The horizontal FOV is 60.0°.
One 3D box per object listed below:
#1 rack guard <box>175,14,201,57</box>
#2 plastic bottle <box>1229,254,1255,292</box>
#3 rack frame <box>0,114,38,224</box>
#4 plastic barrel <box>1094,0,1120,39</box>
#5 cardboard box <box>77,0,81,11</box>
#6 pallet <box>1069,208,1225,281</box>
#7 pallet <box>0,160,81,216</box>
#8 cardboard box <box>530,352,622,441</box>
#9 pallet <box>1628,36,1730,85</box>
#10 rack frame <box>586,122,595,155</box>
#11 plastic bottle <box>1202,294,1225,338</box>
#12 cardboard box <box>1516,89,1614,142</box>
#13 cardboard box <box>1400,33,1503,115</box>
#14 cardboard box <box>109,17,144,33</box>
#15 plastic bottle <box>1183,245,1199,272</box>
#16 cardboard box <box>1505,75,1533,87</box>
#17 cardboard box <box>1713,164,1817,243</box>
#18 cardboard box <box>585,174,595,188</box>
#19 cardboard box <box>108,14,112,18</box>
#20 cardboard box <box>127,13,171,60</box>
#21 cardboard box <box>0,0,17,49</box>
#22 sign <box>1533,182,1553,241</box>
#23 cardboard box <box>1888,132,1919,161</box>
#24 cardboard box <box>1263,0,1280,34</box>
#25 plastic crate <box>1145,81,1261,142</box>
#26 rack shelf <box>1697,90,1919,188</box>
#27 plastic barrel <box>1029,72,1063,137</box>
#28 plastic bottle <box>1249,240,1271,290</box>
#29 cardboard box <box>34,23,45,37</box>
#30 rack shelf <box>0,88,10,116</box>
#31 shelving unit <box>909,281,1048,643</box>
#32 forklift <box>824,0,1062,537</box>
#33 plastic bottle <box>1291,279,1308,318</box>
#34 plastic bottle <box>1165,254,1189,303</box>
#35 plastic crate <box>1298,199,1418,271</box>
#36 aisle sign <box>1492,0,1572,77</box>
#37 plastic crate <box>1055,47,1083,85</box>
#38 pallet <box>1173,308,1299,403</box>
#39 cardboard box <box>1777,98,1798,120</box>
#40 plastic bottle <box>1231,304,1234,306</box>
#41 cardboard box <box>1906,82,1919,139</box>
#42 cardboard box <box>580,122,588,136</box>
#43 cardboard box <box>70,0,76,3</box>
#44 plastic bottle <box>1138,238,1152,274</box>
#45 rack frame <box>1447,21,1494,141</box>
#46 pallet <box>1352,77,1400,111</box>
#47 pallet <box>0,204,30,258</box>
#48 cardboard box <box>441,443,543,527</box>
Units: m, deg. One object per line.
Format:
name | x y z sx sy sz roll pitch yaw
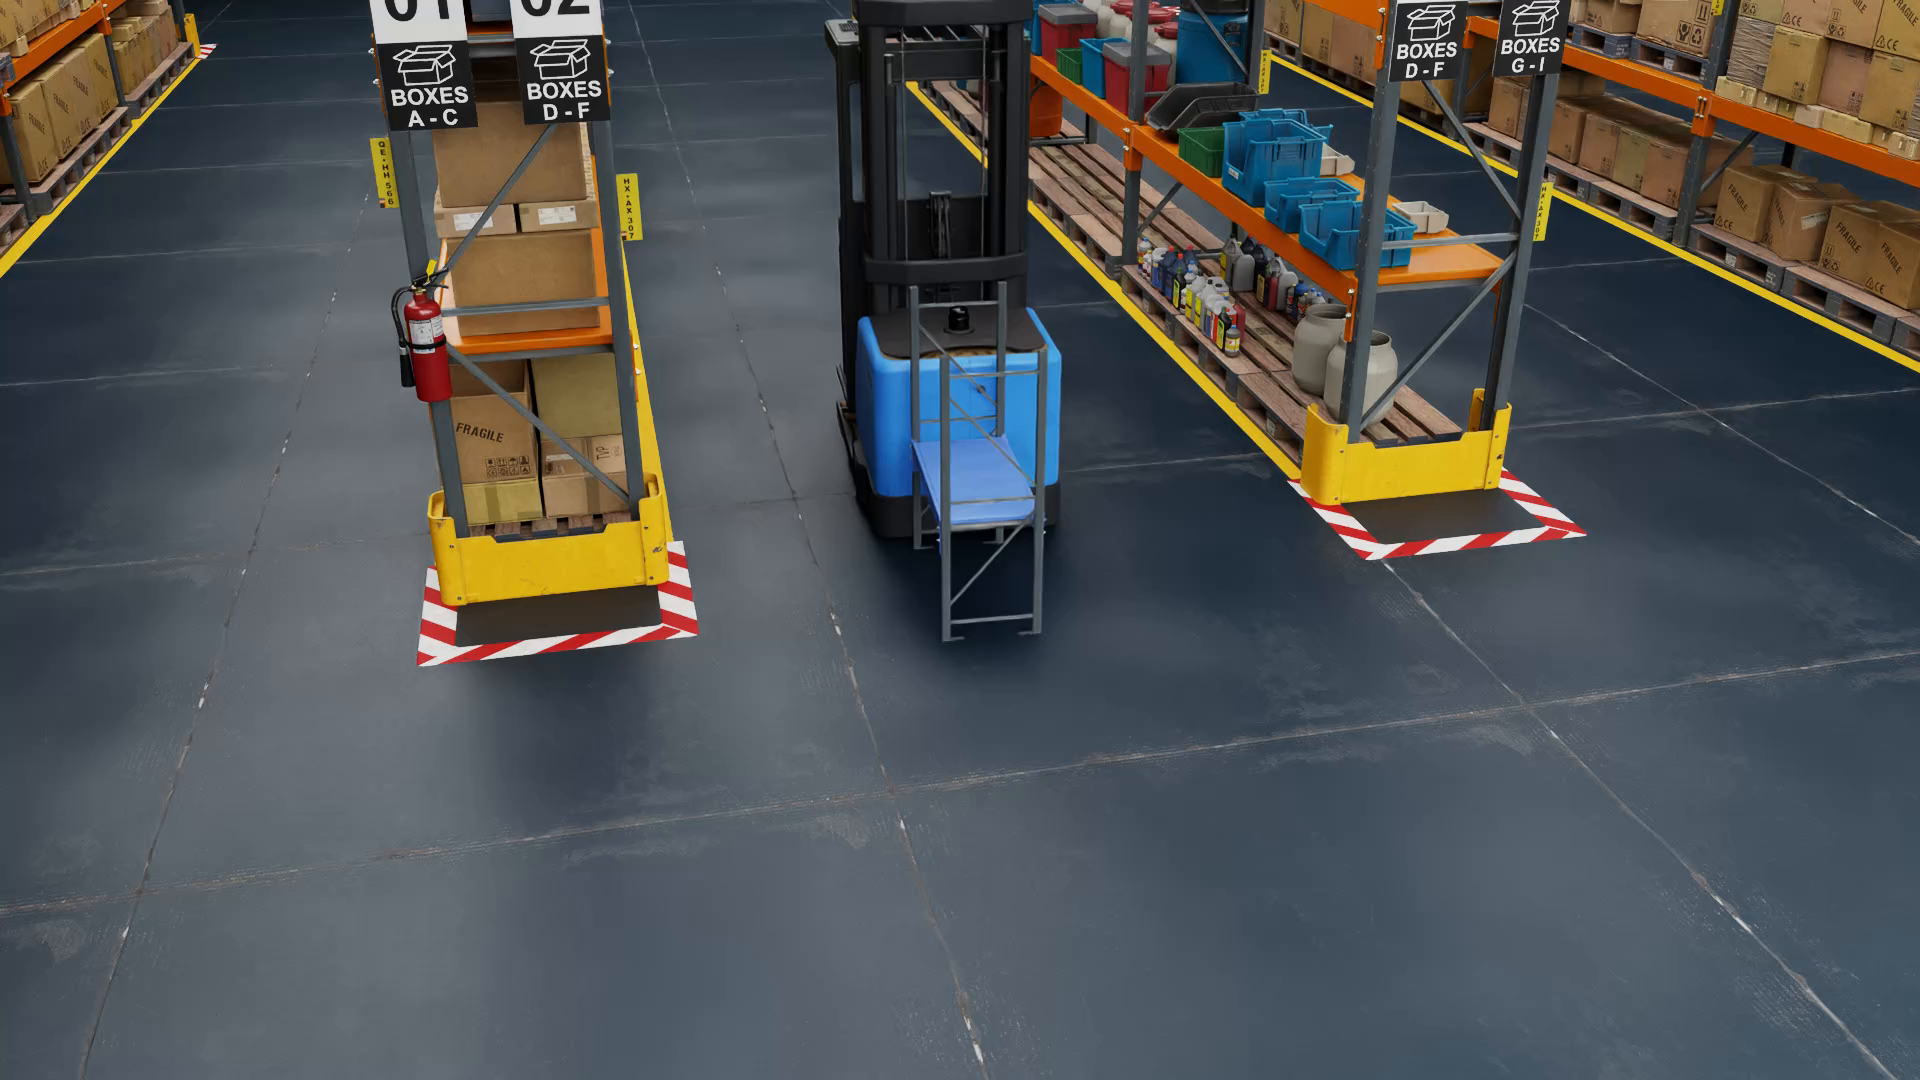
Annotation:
rack guard | -10.583 -6.553 21.678 1.175 0.500 0.348 -6 27 -12
plastic bottle | 2.109 -2.013 12.443 0.152 0.276 0.135 -6 27 -12
rack frame | -8.775 -4.146 14.135 1.000 3.000 0.127 -6 27 -12
plastic barrel | 1.412 -4.587 14.885 0.421 0.512 0.421 0 27 0
cardboard box | -9.230 -5.453 16.980 0.380 0.149 0.250 -5 27 -10
pallet | 1.564 -2.492 13.953 1.003 0.211 1.213 -6 27 -12
pallet | -8.879 -3.255 15.464 1.003 0.211 1.213 -6 27 -12
cardboard box | -2.165 -0.911 9.479 0.500 0.500 0.500 -6 27 -12
pallet | 6.574 -4.164 14.383 1.003 0.211 1.213 -6 27 -12
rack frame | -3.048 -2.895 11.656 1.000 3.000 0.127 -6 27 -12
plastic bottle | 1.778 -1.557 11.540 0.152 0.276 0.135 -7 28 -13
cardboard box | 6.011 -4.201 16.530 0.700 0.500 0.500 -8 28 -16
cardboard box | 5.568 -5.199 18.113 1.225 0.875 0.875 -7 28 -14
cardboard box | -9.762 -6.000 19.396 0.380 0.149 0.250 -7 28 -13
plastic bottle | 1.697 -2.028 12.391 0.144 0.351 0.185 -6 27 -12
cardboard box | 5.883 -4.779 16.843 0.500 0.250 0.500 -5 27 -9
cardboard box | 6.655 -2.791 13.759 0.500 0.500 0.500 -7 28 -13
cardboard box | -2.087 -1.783 8.622 0.380 0.149 0.250 -7 28 -13
cardboard box | -10.202 -6.089 19.573 0.380 0.149 0.250 -6 27 -13
cardboard box | -10.210 -6.213 20.538 0.700 0.500 0.500 -6 27 -12
cardboard box | -8.635 -4.572 14.515 0.500 0.500 0.500 -5 27 -10
sign | 3.217 -1.818 9.215 0.100 0.325 0.005 -6 27 -12
cardboard box | 6.800 -2.783 11.713 0.380 0.149 0.250 -6 27 -12
cardboard box | 4.528 -7.343 22.361 0.875 0.875 0.875 -6 27 -12
plastic crate | 1.773 -3.126 12.182 0.767 0.338 0.504 -6 27 -12
rack shelf | 7.055 -2.700 12.068 1.077 0.370 4.000 -6 27 -12
plastic barrel | 0.750 -4.584 16.945 0.600 0.830 0.708 -6 27 -12
plastic bottle | 2.248 -2.072 12.478 0.144 0.351 0.185 -7 28 -14
cardboard box | -8.980 -4.883 15.852 0.380 0.149 0.250 -6 27 -11
rack shelf | -8.324 -2.947 12.558 1.077 0.370 4.000 -6 27 -12
shelving unit | 0.074 -0.412 8.403 0.538 1.500 1.048 -4 27 -8
forklift | -0.188 -1.963 9.887 1.130 2.935 3.031 -4 27 -8
plastic bottle | 2.430 -1.729 11.887 0.097 0.271 0.097 0 27 0
plastic bottle | 1.599 -1.931 12.197 0.144 0.351 0.185 -7 28 -14
plastic crate | 2.276 -1.763 9.579 0.499 0.251 0.616 -6 27 -12
aisle sign | 2.982 -2.799 8.581 0.394 0.787 0.004 -6 27 -12
plastic crate | 1.111 -4.037 14.155 0.450 0.188 0.662 -6 27 -12
pallet | 2.168 -1.315 11.622 1.003 0.211 1.213 -6 27 -12
cardboard box | 6.552 -3.335 12.807 0.380 0.149 0.250 -6 27 -12
plastic bottle | 1.895 -1.544 11.598 0.097 0.201 0.097 0 27 0
cardboard box | 7.108 -2.996 11.415 0.875 0.500 0.500 -6 27 -12
cardboard box | -2.371 -2.342 9.730 0.380 0.149 0.250 -6 27 -11
cardboard box | -9.202 -5.688 16.728 0.500 0.500 0.500 -6 27 -11
plastic bottle | 1.423 -2.190 12.800 0.097 0.271 0.097 0 27 0
rack frame | 5.703 -5.655 17.125 1.000 3.000 0.127 -6 27 -12
pallet | 5.327 -5.298 19.513 1.003 0.211 1.213 -6 27 -12
pallet | -8.600 -2.558 14.084 1.003 0.211 1.213 -6 27 -12
cardboard box | -2.555 -0.304 9.109 0.500 0.250 0.500 -6 27 -12
